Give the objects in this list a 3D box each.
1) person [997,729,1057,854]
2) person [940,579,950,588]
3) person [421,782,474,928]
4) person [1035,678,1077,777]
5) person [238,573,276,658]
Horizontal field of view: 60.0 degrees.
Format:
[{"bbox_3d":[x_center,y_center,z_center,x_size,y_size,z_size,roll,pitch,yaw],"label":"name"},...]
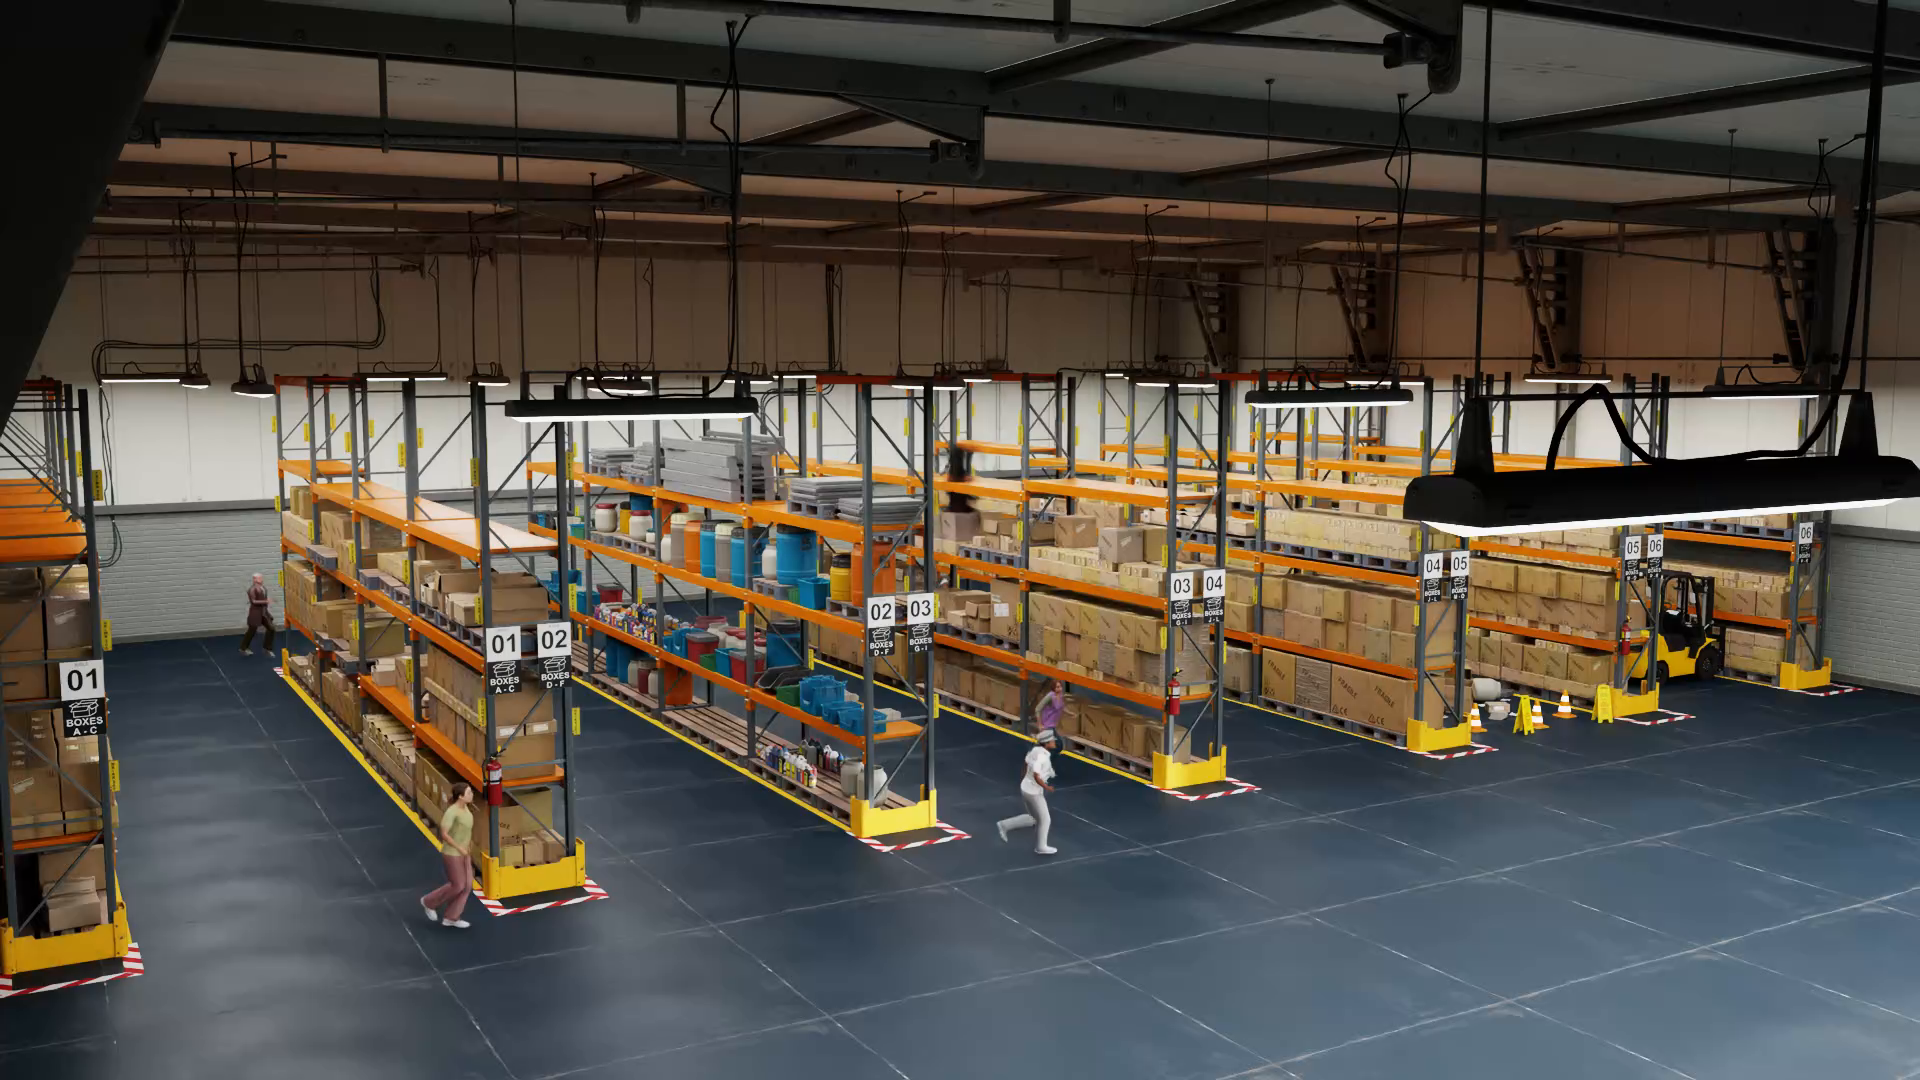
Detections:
[{"bbox_3d":[0.856,3.217,21.139,0.773,1.640,0.561,0,6,0],"label":"person"},{"bbox_3d":[-0.278,1.677,34.611,0.646,1.743,0.602,-4,7,-33],"label":"person"},{"bbox_3d":[-5.729,3.503,18.631,0.605,1.636,0.602,1,6,11],"label":"person"},{"bbox_3d":[1.413,2.858,25.260,0.757,1.512,0.549,2,7,21],"label":"person"},{"bbox_3d":[-14.838,1.608,35.133,0.931,1.847,0.672,1,6,12],"label":"person"}]
